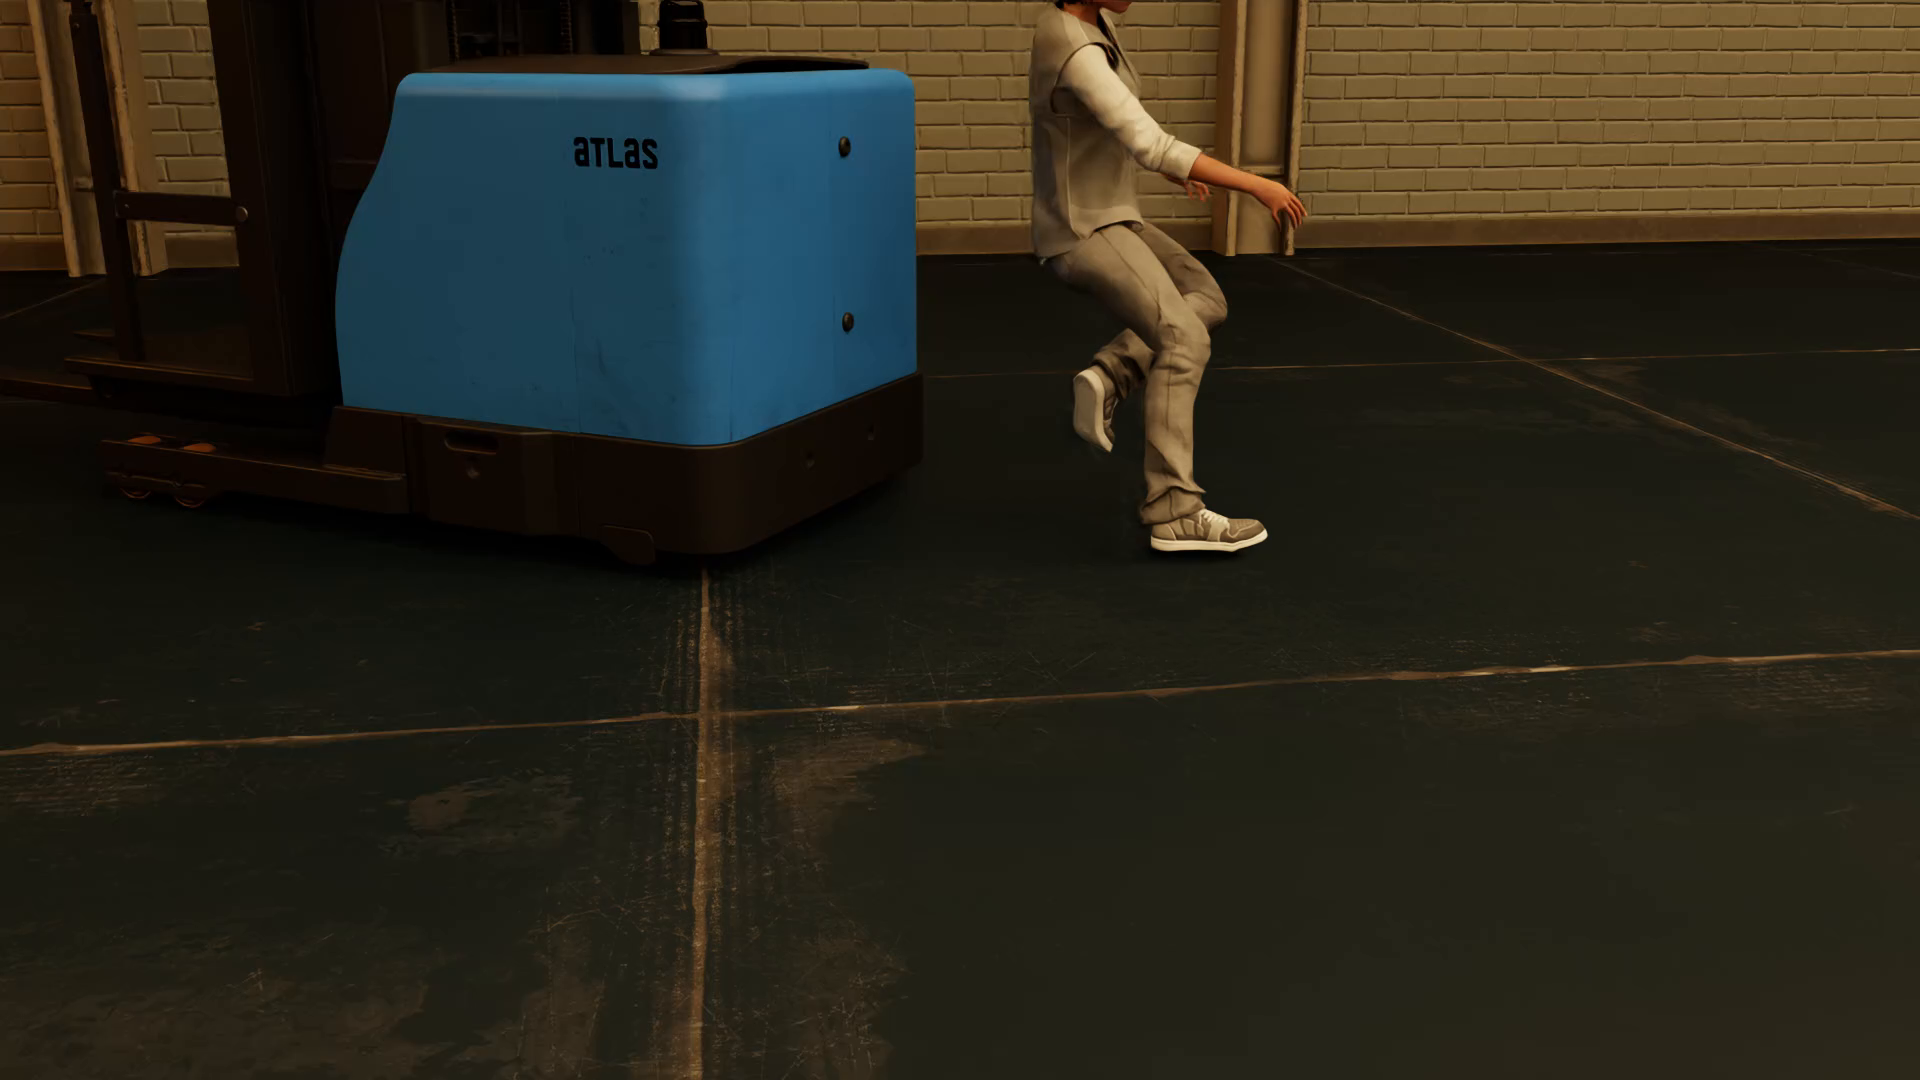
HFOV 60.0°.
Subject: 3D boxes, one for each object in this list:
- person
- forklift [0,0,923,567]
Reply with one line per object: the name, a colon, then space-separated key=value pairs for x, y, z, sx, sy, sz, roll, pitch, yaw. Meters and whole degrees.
person: x=0.478 y=-0.743 z=3.947 sx=0.655 sy=1.416 sz=0.687 roll=2 pitch=17 yaw=7
forklift: x=-1.657 y=-1.613 z=4.237 sx=3.031 sy=2.935 sz=1.130 roll=8 pitch=18 yaw=24
